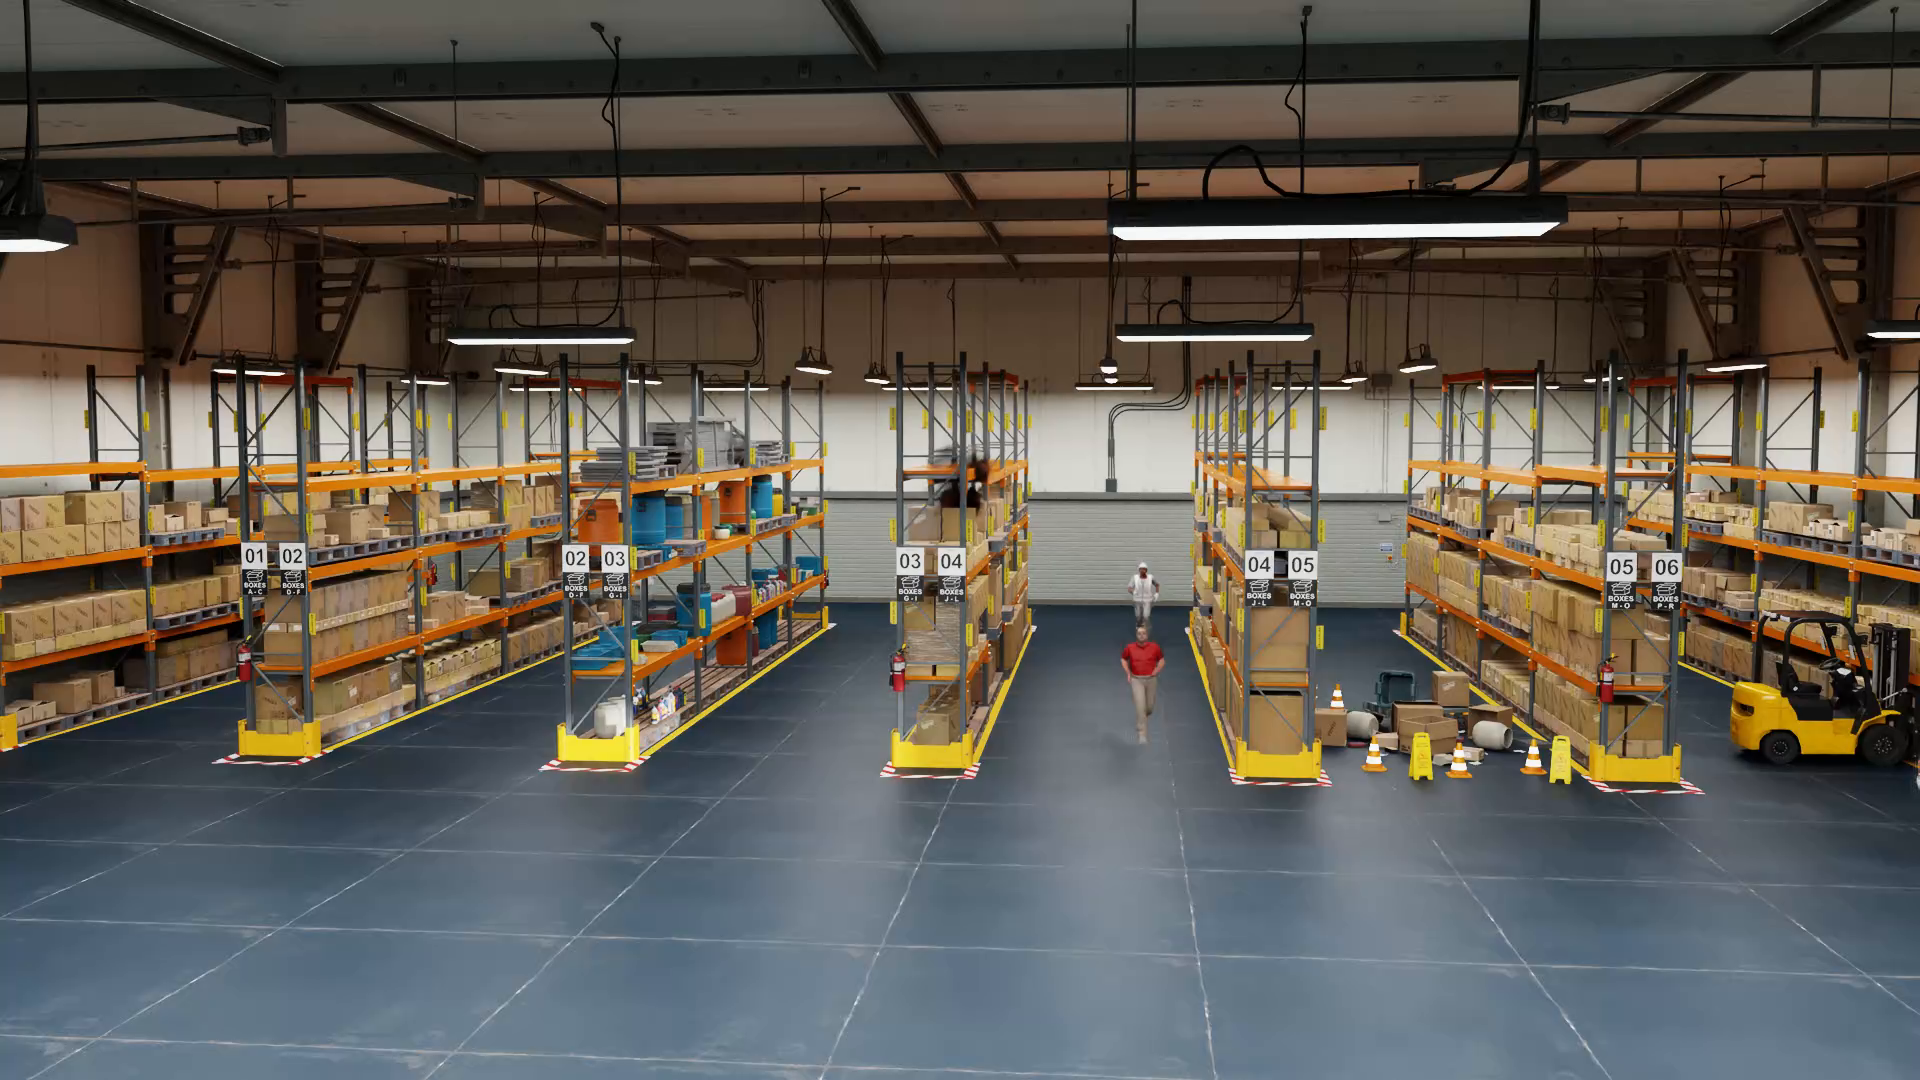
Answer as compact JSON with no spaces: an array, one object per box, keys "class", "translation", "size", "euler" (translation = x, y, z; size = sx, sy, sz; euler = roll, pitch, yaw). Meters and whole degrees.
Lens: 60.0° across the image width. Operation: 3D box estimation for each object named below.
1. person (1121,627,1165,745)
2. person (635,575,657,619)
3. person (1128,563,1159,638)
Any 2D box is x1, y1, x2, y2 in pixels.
[{"class":"person","translation":[2.766,2.167,25.114],"size":[0.654,1.731,0.823],"euler":[0,4,-2]},{"class":"person","translation":[-7.987,1.133,42.256],"size":[0.627,1.784,0.673],"euler":[3,5,33]},{"class":"person","translation":[4.164,1.416,37.814],"size":[0.706,1.798,0.884],"euler":[1,4,10]}]
